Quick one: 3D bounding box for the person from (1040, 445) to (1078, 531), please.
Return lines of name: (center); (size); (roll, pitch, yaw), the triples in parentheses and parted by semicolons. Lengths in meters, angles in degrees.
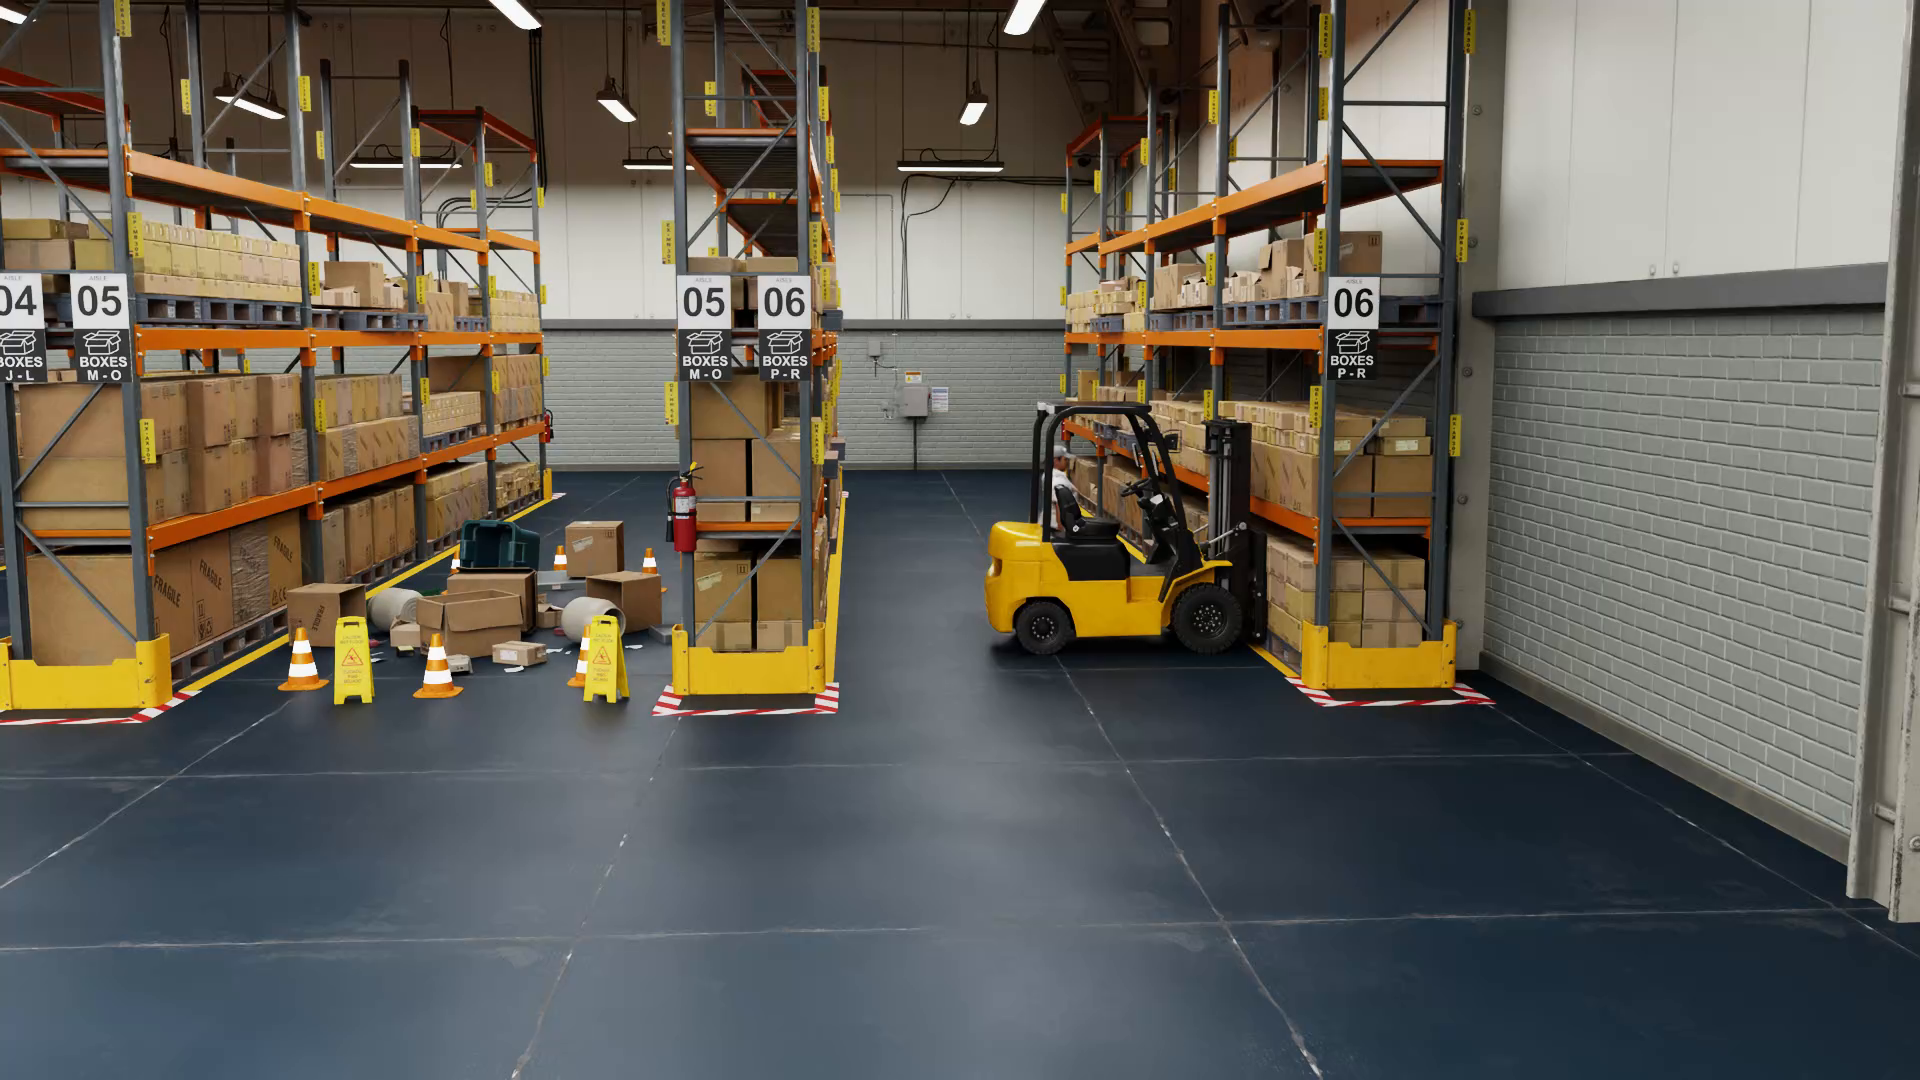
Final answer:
person: (1.034, -0.104, 16.470); (0.468, 1.671, 0.523); (-1, 7, -8)
